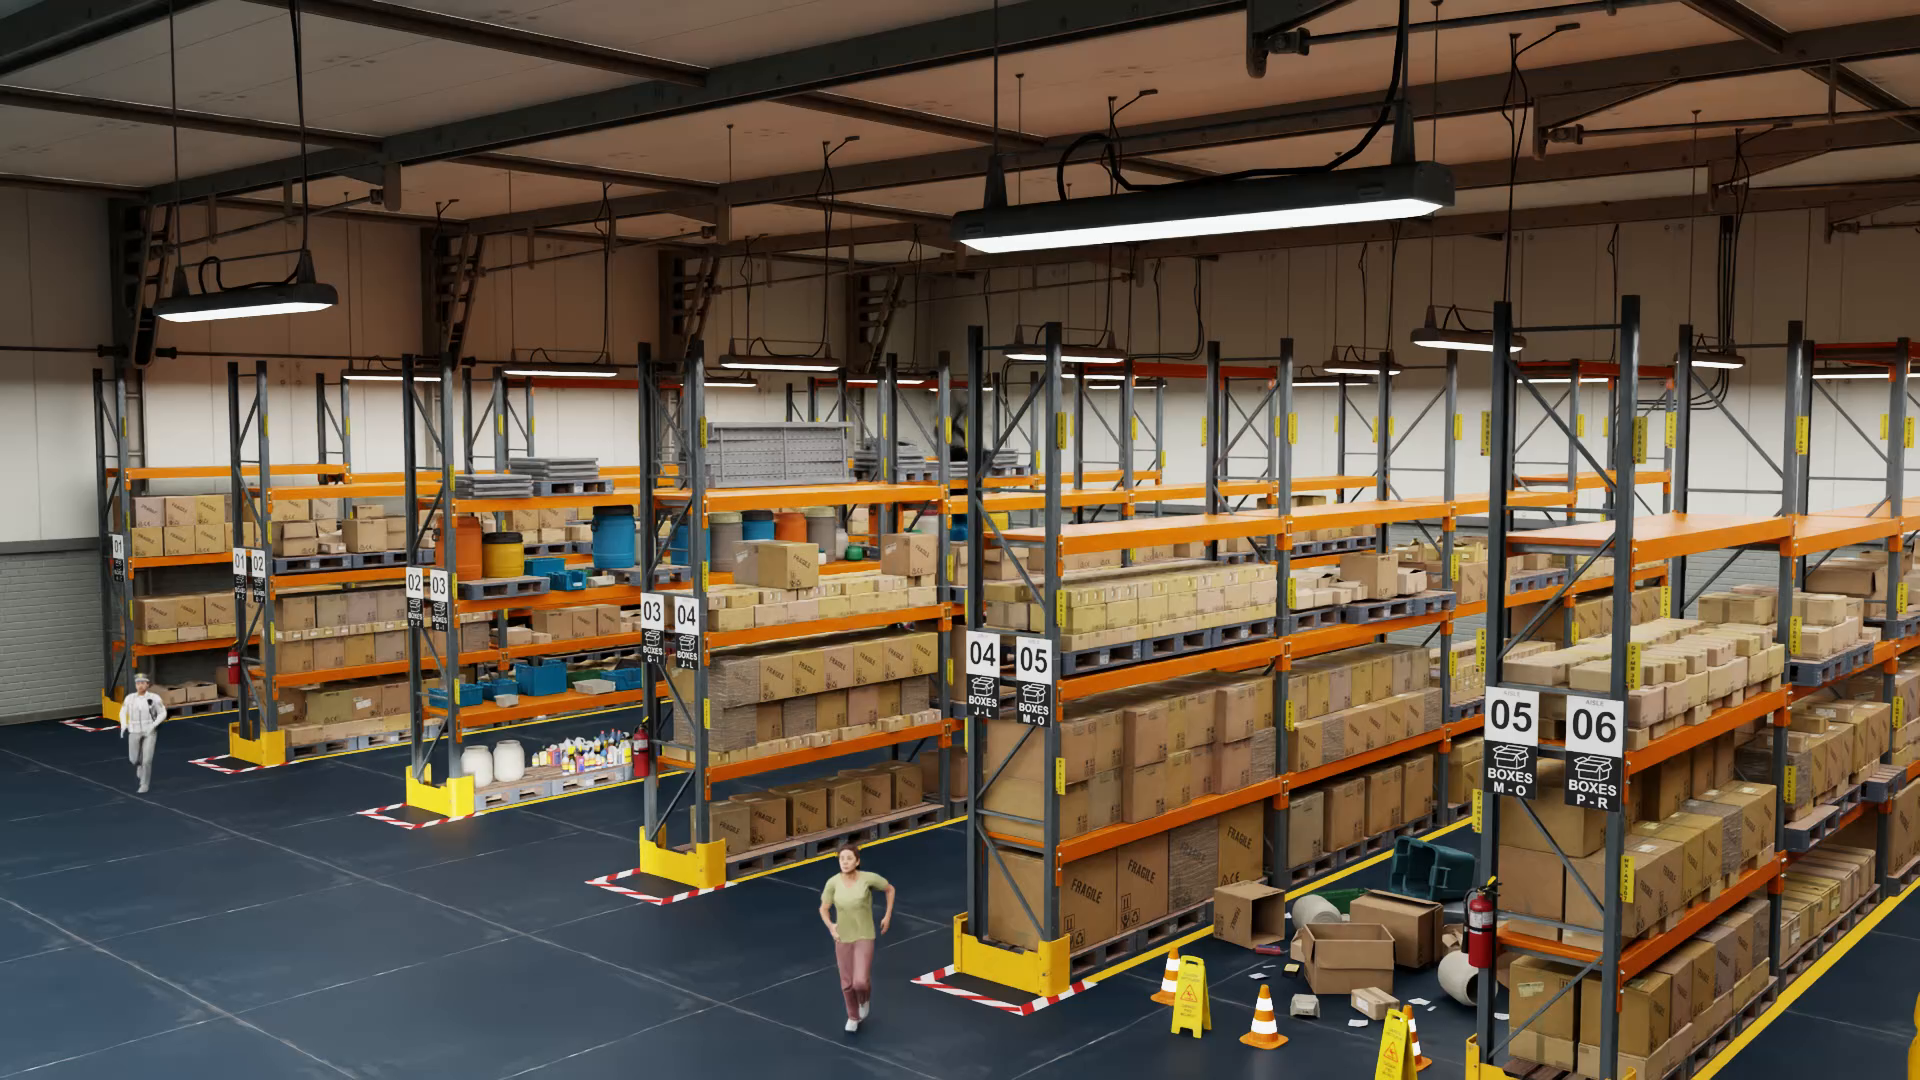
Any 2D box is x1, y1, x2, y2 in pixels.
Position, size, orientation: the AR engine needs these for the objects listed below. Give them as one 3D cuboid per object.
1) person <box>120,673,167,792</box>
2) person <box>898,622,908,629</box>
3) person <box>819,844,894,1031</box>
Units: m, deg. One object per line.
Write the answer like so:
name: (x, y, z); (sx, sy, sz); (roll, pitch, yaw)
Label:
person: (-11.319, 2.657, 23.042); (0.620, 1.653, 0.548); (-1, 4, -17)
person: (-1.204, 1.626, 32.459); (0.708, 1.744, 0.611); (3, 5, 33)
person: (-0.876, 3.333, 13.854); (0.598, 1.623, 0.649); (1, 4, 9)
